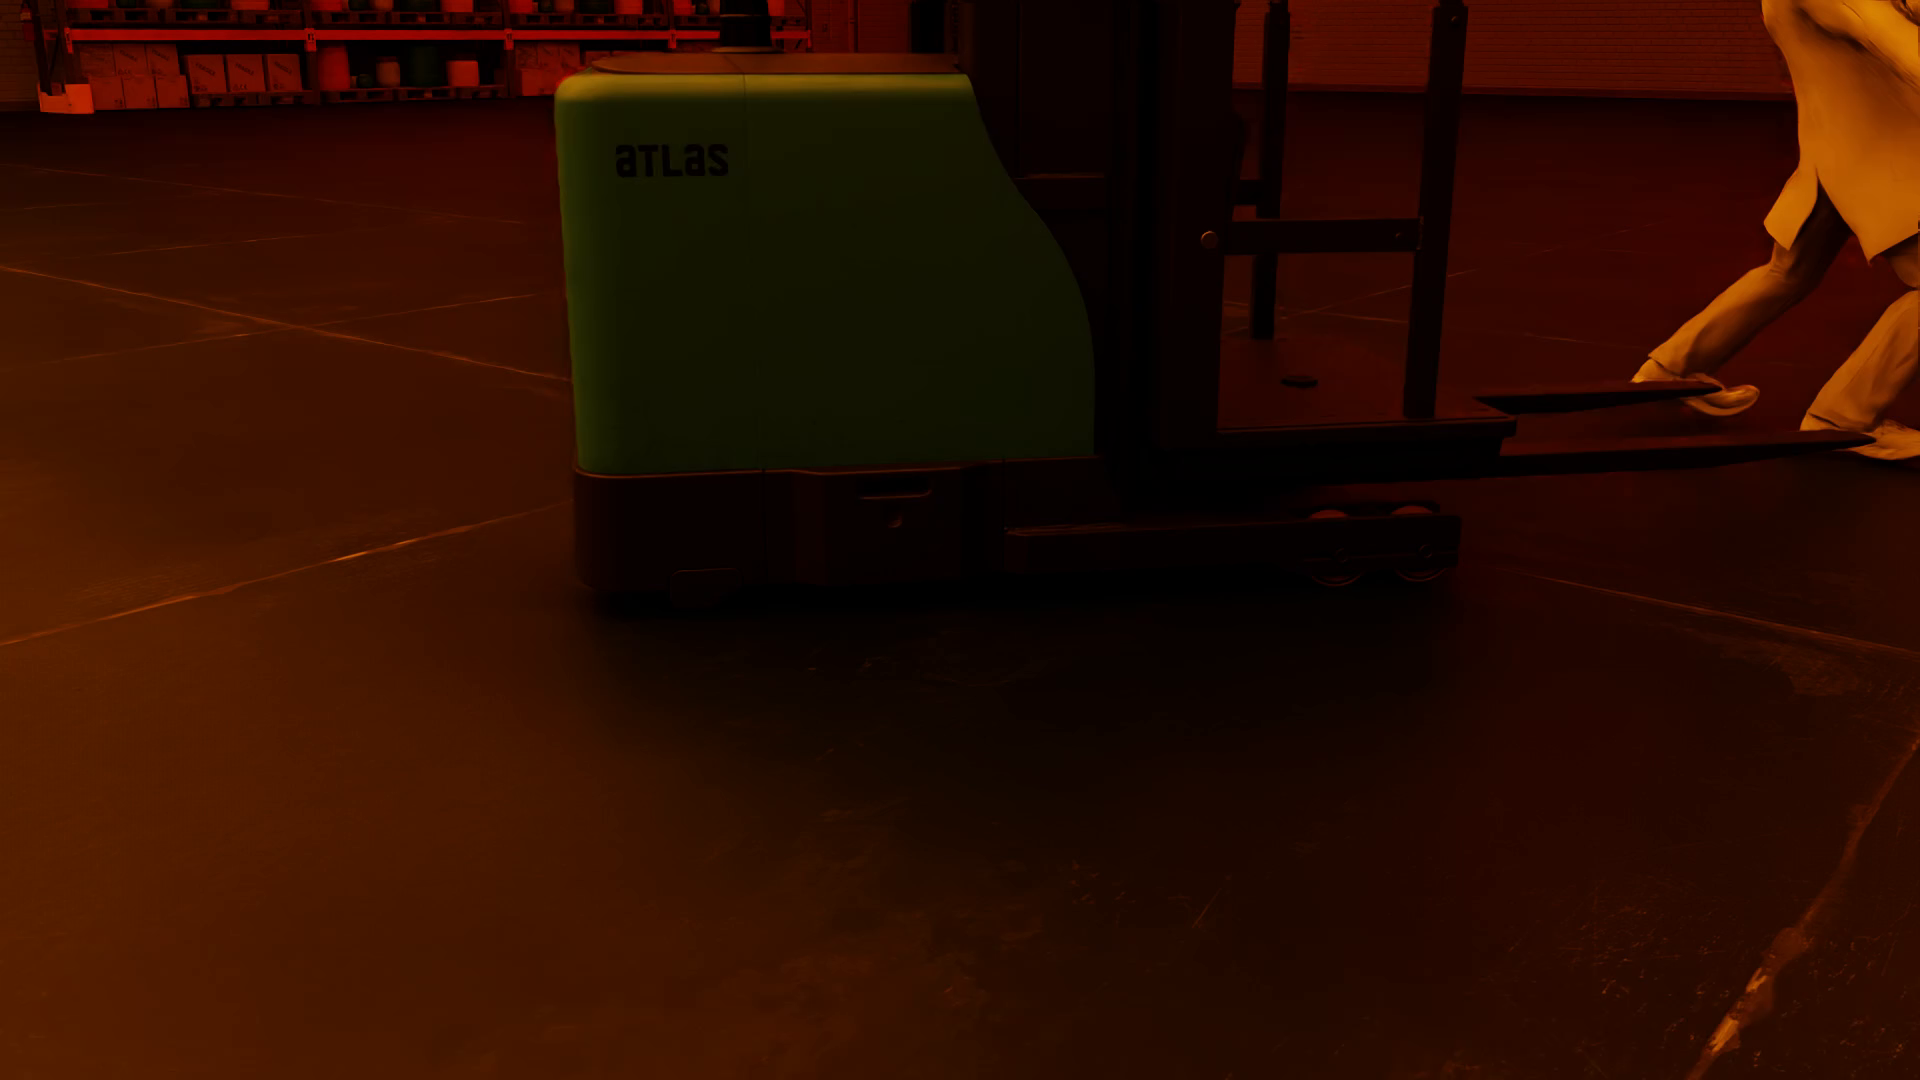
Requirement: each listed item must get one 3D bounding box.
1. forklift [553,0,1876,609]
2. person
[{"bbox_3d":[0.637,-1.448,3.667,3.031,2.935,1.130,-3,17,-9],"label":"forklift"},{"bbox_3d":[2.531,-1.031,4.563,0.915,1.588,0.944,0,17,0],"label":"person"}]
